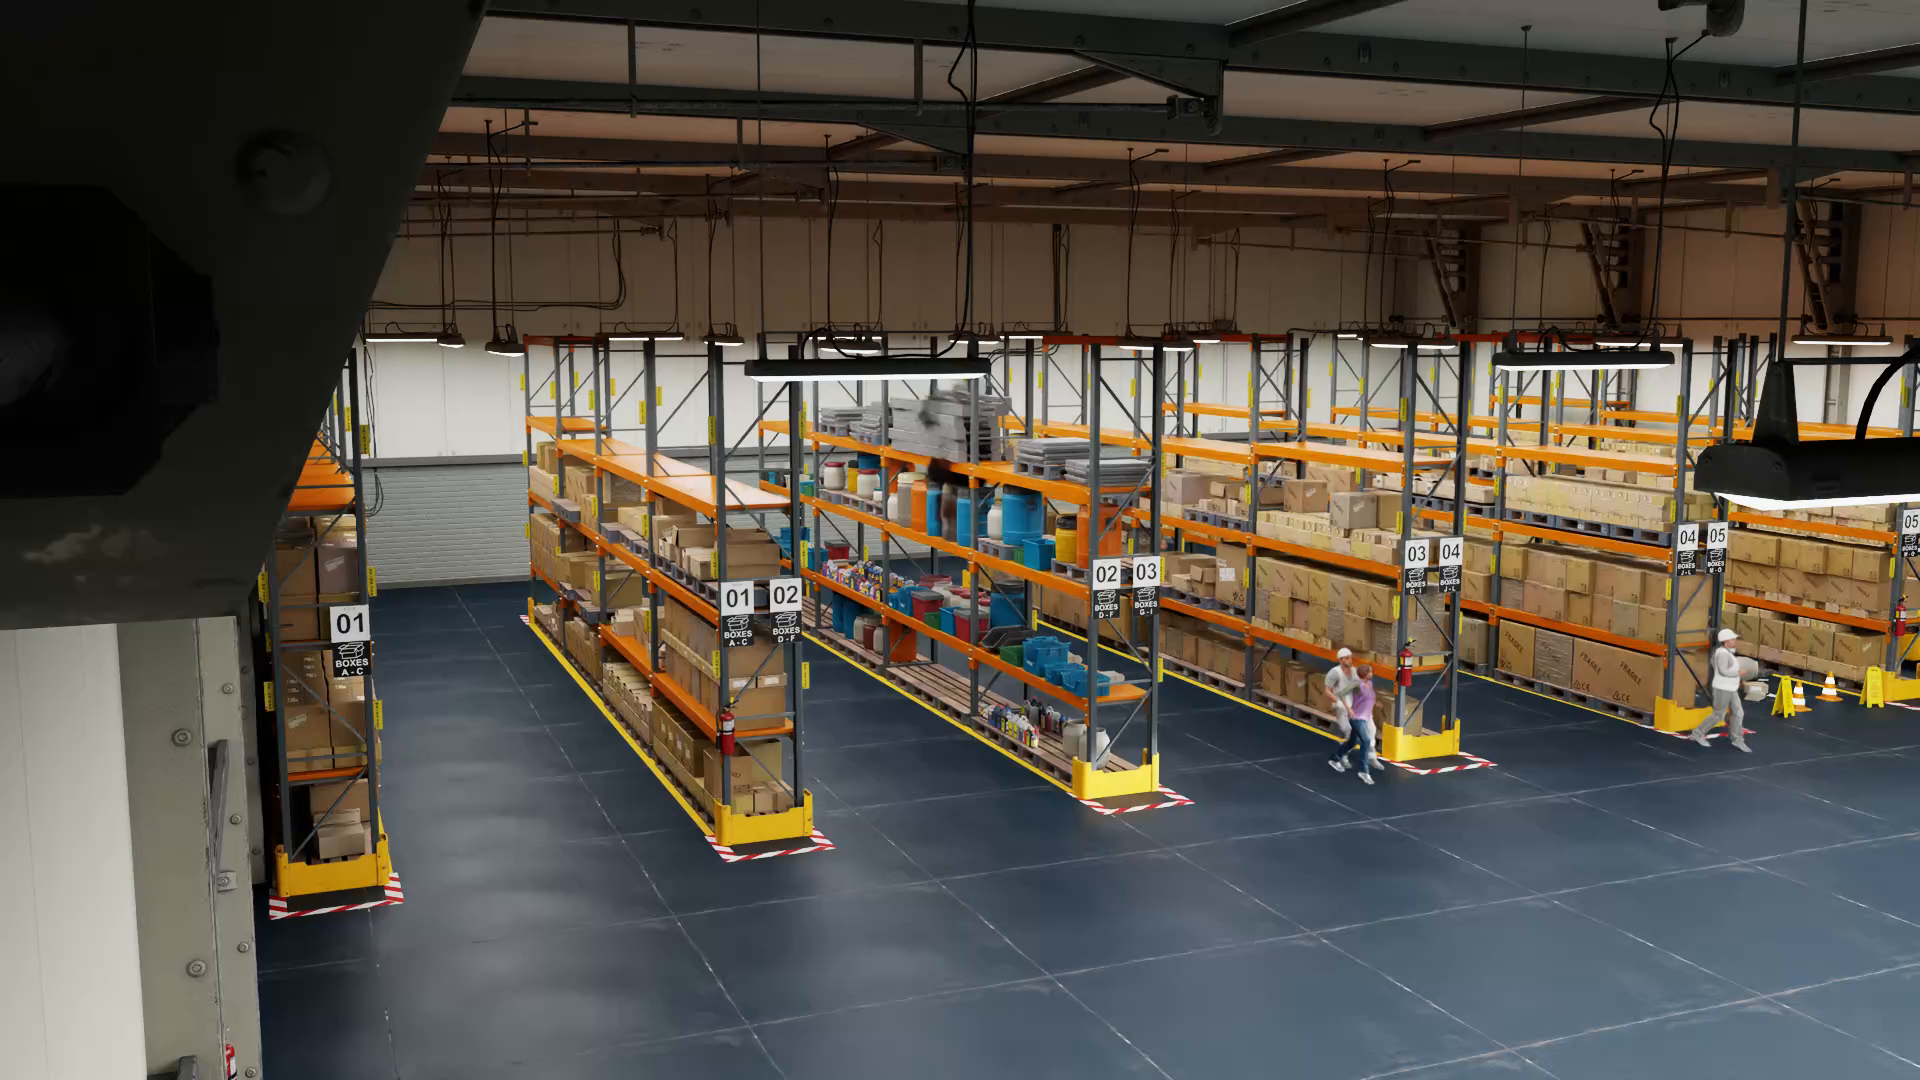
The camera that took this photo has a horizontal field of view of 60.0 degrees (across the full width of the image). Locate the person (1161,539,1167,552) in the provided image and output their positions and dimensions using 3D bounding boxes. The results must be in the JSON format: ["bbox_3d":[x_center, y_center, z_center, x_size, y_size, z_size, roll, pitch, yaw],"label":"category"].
[{"bbox_3d":[4.205,0.868,34.754,0.612,1.775,0.834,-4,8,-26],"label":"person"}]

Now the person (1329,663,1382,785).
[{"bbox_3d":[5.511,2.501,23.041,0.770,1.611,0.550,6,10,40],"label":"person"}]

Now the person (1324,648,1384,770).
[{"bbox_3d":[5.541,2.389,23.437,0.674,1.694,0.875,-3,8,-23],"label":"person"}]

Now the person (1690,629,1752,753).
[{"bbox_3d":[11.219,2.209,24.405,0.819,1.824,0.662,5,9,33],"label":"person"}]
